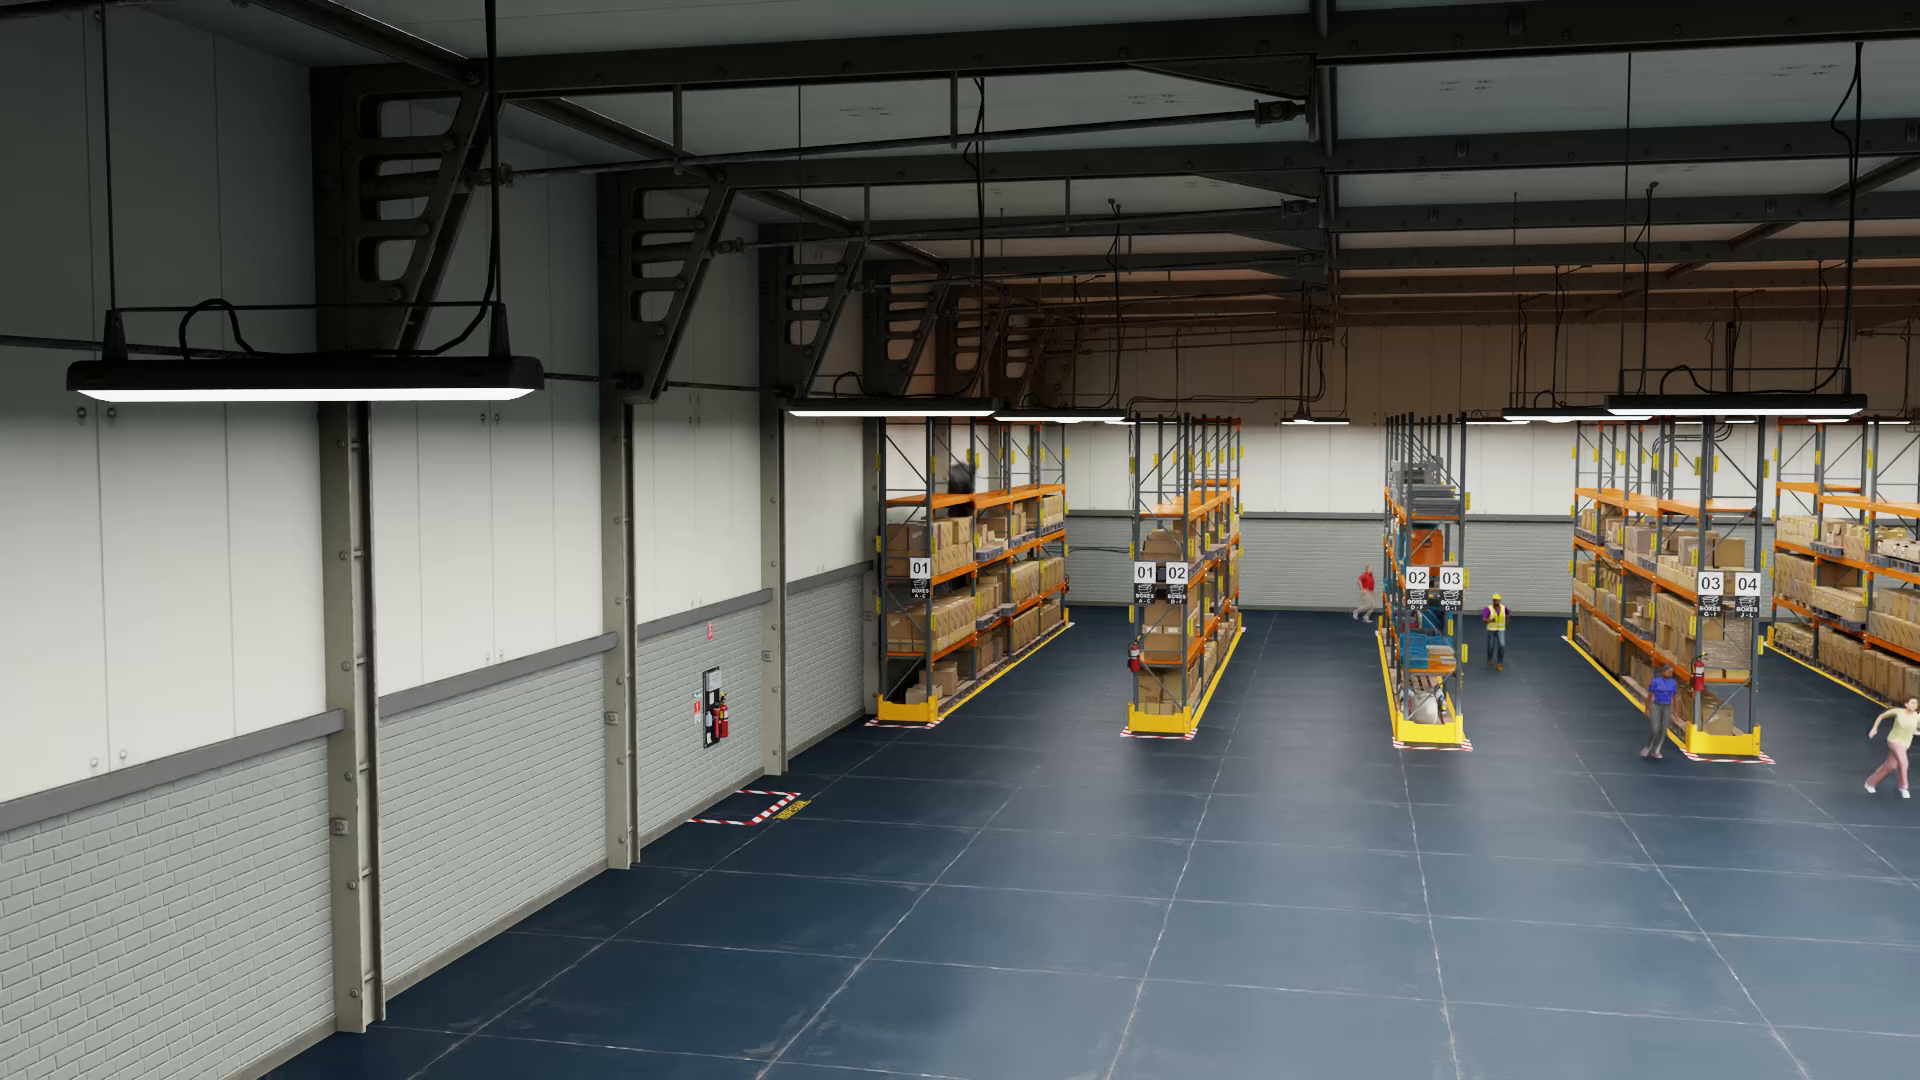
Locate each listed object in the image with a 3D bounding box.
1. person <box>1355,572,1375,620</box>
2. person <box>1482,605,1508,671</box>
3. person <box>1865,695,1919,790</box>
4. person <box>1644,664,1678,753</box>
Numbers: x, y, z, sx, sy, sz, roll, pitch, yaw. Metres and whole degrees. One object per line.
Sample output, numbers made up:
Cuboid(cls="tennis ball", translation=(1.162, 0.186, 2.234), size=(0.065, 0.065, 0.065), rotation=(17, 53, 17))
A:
Cuboid(cls="person", translation=(11.967, 1.637, 48.938), size=(0.534, 1.401, 0.667), rotation=(3, 5, 35))
Cuboid(cls="person", translation=(12.682, 2.300, 39.426), size=(0.657, 1.576, 0.722), rotation=(0, 4, 5))
Cuboid(cls="person", translation=(14.541, 3.129, 25.759), size=(0.701, 1.500, 0.656), rotation=(0, 4, -6))
Cuboid(cls="person", translation=(12.103, 2.908, 28.682), size=(0.516, 1.574, 0.392), rotation=(0, 4, -3))
